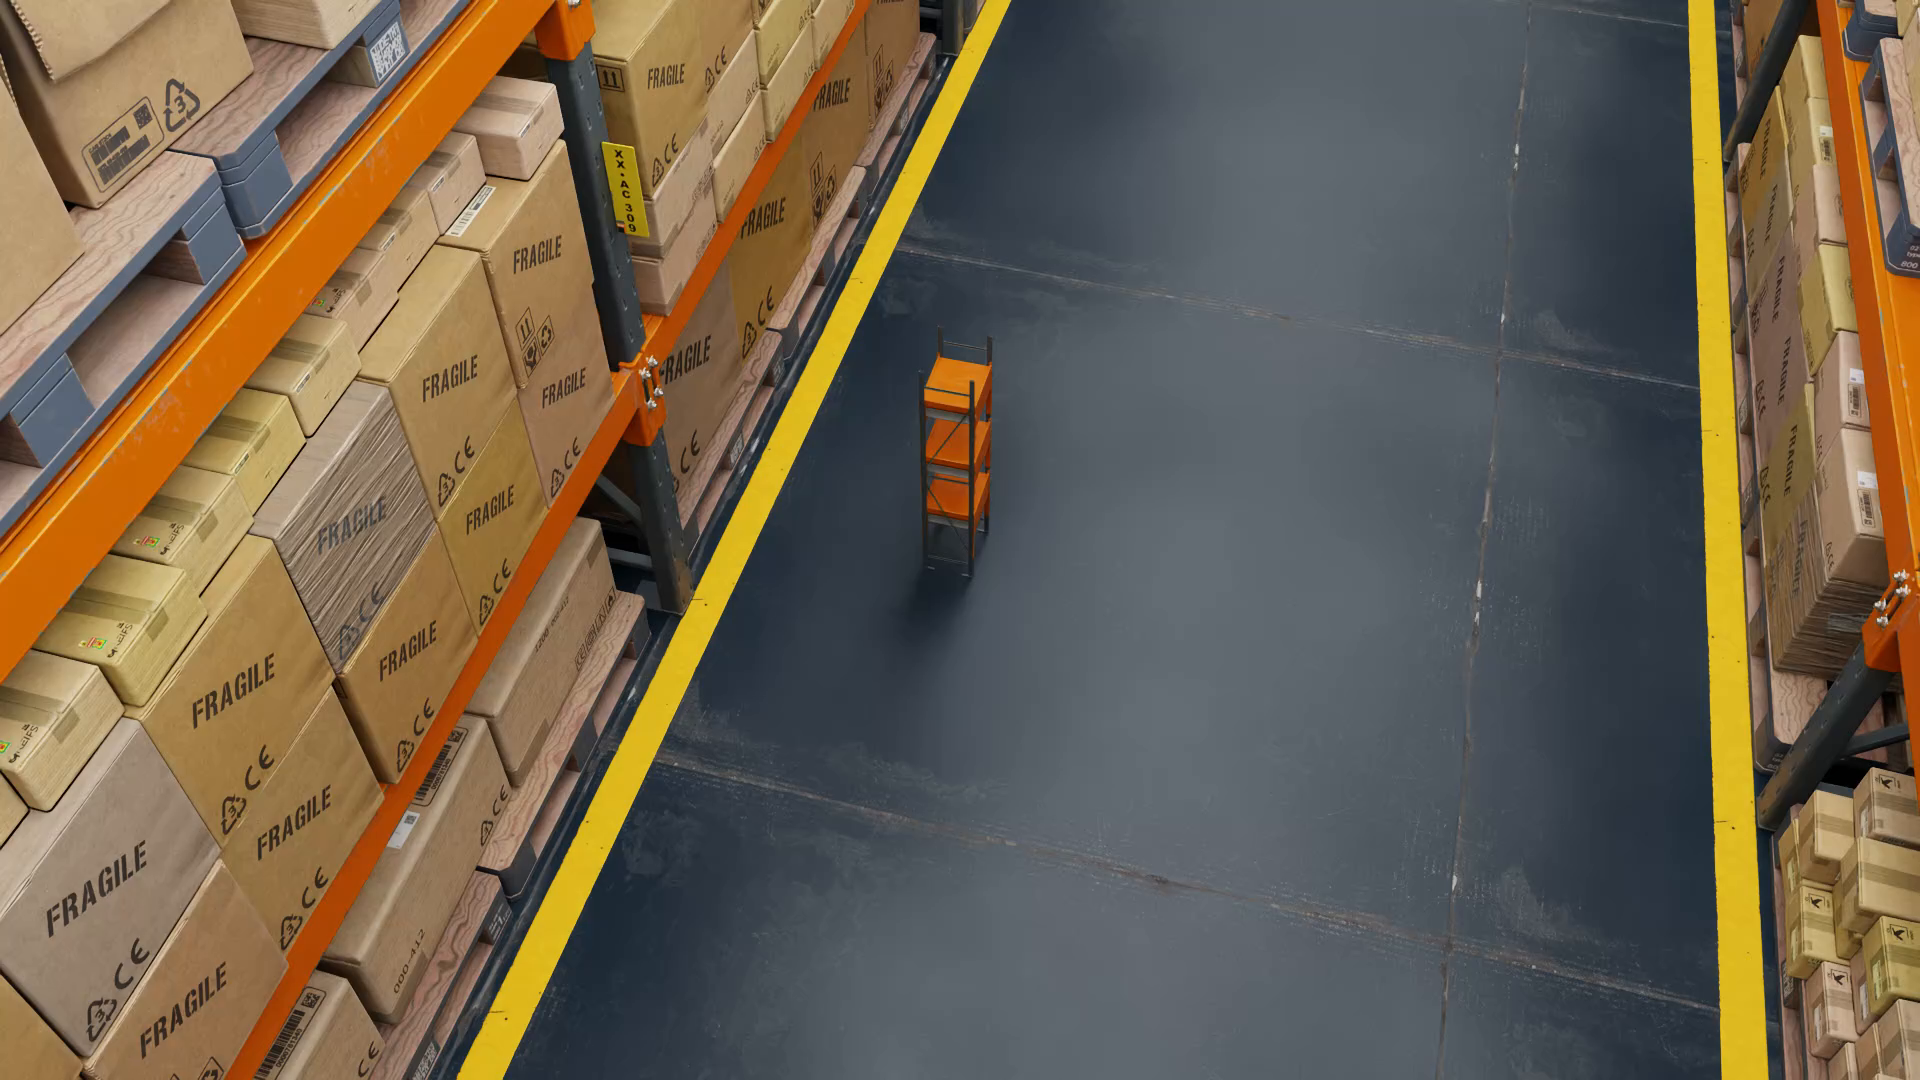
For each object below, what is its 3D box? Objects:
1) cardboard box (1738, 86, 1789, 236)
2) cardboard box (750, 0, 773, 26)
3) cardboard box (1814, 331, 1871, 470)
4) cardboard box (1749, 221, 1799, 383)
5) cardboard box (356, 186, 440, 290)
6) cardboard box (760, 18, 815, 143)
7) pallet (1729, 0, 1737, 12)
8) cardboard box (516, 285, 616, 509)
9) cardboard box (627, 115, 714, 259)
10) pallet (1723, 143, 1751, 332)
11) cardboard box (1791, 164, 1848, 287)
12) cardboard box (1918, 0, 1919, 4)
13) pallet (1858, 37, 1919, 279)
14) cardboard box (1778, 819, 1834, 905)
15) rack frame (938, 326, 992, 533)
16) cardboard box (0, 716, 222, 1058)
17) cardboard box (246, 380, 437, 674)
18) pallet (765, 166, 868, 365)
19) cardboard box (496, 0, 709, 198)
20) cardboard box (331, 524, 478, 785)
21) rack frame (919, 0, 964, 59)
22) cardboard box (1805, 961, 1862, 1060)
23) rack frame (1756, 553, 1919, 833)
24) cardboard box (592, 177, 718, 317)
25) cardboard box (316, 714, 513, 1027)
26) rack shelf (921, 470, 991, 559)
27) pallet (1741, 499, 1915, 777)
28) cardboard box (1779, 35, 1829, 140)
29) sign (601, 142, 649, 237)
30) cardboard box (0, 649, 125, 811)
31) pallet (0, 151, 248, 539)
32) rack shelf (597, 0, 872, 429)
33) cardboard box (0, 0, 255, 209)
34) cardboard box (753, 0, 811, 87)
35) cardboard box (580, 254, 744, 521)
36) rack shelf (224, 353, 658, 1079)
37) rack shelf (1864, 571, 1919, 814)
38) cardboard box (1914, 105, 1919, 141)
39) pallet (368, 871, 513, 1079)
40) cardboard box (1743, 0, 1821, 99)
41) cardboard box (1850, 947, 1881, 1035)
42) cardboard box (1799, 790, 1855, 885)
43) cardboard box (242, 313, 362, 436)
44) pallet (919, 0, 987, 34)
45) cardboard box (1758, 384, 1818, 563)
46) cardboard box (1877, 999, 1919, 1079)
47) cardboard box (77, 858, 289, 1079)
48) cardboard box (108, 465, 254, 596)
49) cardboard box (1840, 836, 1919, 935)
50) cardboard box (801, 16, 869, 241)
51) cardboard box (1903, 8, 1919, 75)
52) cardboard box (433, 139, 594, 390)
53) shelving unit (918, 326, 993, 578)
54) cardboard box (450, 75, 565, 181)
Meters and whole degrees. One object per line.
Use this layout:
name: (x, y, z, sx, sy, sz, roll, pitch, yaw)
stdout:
cardboard box: (3.891, -1.677, 7.535, 0.500, 0.500, 0.500, 10, 49, 8)
cardboard box: (-0.897, -2.198, 5.875, 0.500, 0.500, 0.500, 10, 49, 9)
cardboard box: (3.371, -0.451, 5.953, 0.500, 0.250, 0.500, 14, 50, 12)
cardboard box: (3.631, -0.941, 6.885, 0.500, 0.500, 0.500, 10, 49, 9)
cardboard box: (-1.555, -0.782, 4.192, 0.380, 0.149, 0.250, 12, 50, 10)
cardboard box: (-0.876, -1.796, 6.353, 0.500, 0.250, 0.500, 11, 50, 10)
pallet: (4.926, -3.339, 9.475, 1.003, 0.211, 1.213, 12, 50, 10)
cardboard box: (-1.407, -0.484, 5.029, 0.500, 0.500, 0.500, 12, 50, 10)
cardboard box: (-1.144, -1.215, 5.508, 0.500, 0.250, 0.500, 10, 49, 9)
pallet: (4.116, -1.339, 7.710, 1.003, 0.211, 1.213, 12, 50, 10)
cardboard box: (3.632, -1.213, 6.626, 0.500, 0.250, 0.500, 12, 50, 10)
cardboard box: (3.800, -2.098, 6.209, 0.380, 0.149, 0.250, 12, 50, 10)
pallet: (3.842, -1.323, 5.964, 1.003, 0.211, 1.213, 12, 50, 10)
cardboard box: (2.865, 1.071, 5.344, 0.380, 0.149, 0.250, 10, 49, 8)
rack frame: (0.018, -0.397, 6.319, 0.200, 1.050, 0.008, 12, 50, 10)
cardboard box: (-1.926, 0.652, 3.359, 0.500, 0.500, 0.500, 11, 50, 10)
cardboard box: (-1.656, -0.070, 3.996, 0.500, 0.500, 0.500, 12, 50, 11)
pallet: (-1.082, -1.373, 7.739, 1.003, 0.211, 1.213, 12, 50, 10)
cardboard box: (-1.139, -1.463, 5.225, 0.500, 0.500, 0.500, 12, 50, 10)
cardboard box: (-1.656, 0.256, 4.376, 0.500, 0.500, 0.500, 11, 49, 9)
rack frame: (-0.479, -3.730, 7.961, 1.000, 3.000, 0.127, 12, 50, 10)
cardboard box: (2.779, 1.454, 5.007, 0.380, 0.149, 0.250, 11, 50, 10)
rack frame: (3.270, 0.067, 4.609, 1.000, 3.000, 0.127, 12, 50, 10)
cardboard box: (-1.161, -1.054, 5.698, 0.500, 0.250, 0.500, 11, 49, 9)
cardboard box: (-2.036, 0.952, 5.256, 0.875, 0.438, 0.875, 10, 49, 9)
rack shelf: (-0.014, -0.118, 6.457, 0.215, 0.259, 0.240, 12, 50, 10)
pallet: (3.474, 0.426, 6.152, 1.003, 0.211, 1.213, 12, 50, 10)
cardboard box: (3.908, -1.936, 7.263, 0.500, 0.250, 0.500, 10, 49, 8)
sign: (-0.996, -1.041, 4.957, 0.100, 0.325, 0.005, 12, 50, 10)
cardboard box: (-1.868, 0.340, 3.202, 0.380, 0.149, 0.250, 12, 50, 10)
pallet: (-2.080, -0.331, 3.019, 1.003, 0.211, 1.213, 12, 50, 10)
rack shelf: (-1.005, -2.046, 6.953, 1.077, 0.370, 4.000, 12, 50, 10)
cardboard box: (-1.856, -1.054, 3.182, 0.797, 0.503, 0.637, 15, 50, 13)
cardboard box: (-0.875, -1.958, 6.163, 0.500, 0.250, 0.500, 12, 50, 11)
cardboard box: (-1.446, -0.737, 6.456, 0.875, 0.875, 0.875, 13, 50, 11)
rack shelf: (-2.058, 0.848, 4.400, 1.077, 0.370, 4.000, 12, 50, 10)
rack shelf: (2.744, 1.751, 3.602, 1.077, 0.370, 4.000, 12, 50, 10)
cardboard box: (3.594, -1.451, 5.837, 0.380, 0.149, 0.250, 10, 49, 9)
pallet: (-2.127, 1.506, 5.199, 1.003, 0.211, 1.213, 12, 50, 10)
cardboard box: (4.570, -2.644, 8.222, 1.050, 0.750, 0.750, 11, 49, 10)
cardboard box: (2.857, 1.356, 4.895, 0.380, 0.149, 0.250, 11, 50, 10)
cardboard box: (2.866, 0.972, 5.234, 0.380, 0.149, 0.250, 14, 50, 12)
cardboard box: (-1.635, -0.408, 3.862, 0.380, 0.149, 0.250, 11, 50, 10)
pallet: (-0.272, -3.373, 9.505, 1.003, 0.211, 1.213, 12, 50, 10)
cardboard box: (3.357, -0.201, 6.233, 0.500, 0.500, 0.500, 11, 49, 9)
cardboard box: (2.784, 1.456, 4.608, 0.380, 0.149, 0.250, 10, 49, 9)
cardboard box: (-1.924, 0.997, 3.722, 0.500, 0.500, 0.500, 11, 50, 10)
cardboard box: (-1.753, -0.037, 3.535, 0.380, 0.149, 0.250, 12, 50, 10)
cardboard box: (2.850, 1.070, 4.948, 0.380, 0.149, 0.250, 14, 50, 12)
cardboard box: (-0.980, -2.039, 7.605, 0.875, 0.875, 0.875, 12, 50, 10)
cardboard box: (3.732, -1.821, 6.163, 0.380, 0.149, 0.250, 13, 50, 11)
cardboard box: (-1.390, -0.805, 4.645, 0.500, 0.500, 0.500, 11, 50, 10)
shelving unit: (-0.014, -0.309, 6.241, 0.215, 1.050, 0.252, 12, 50, 10)
cardboard box: (-1.306, -1.130, 4.499, 0.380, 0.149, 0.250, 11, 49, 9)
